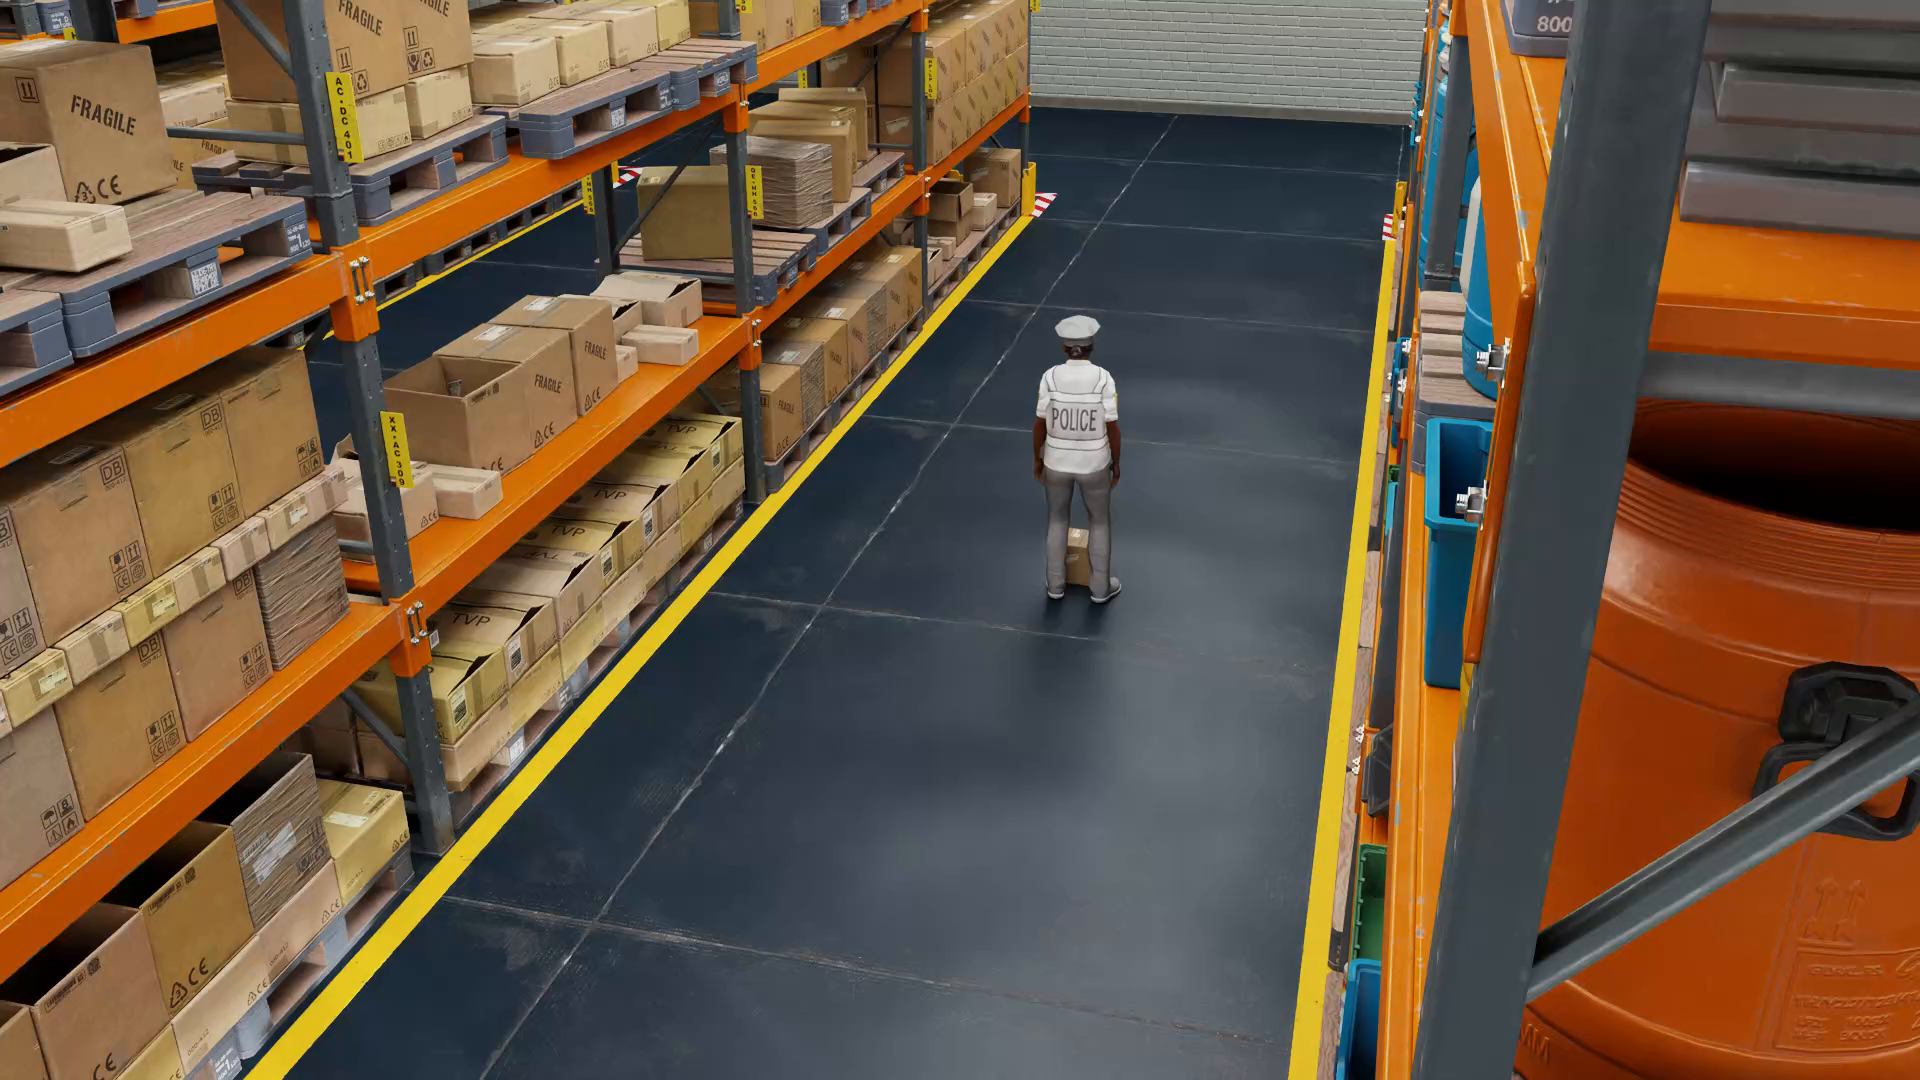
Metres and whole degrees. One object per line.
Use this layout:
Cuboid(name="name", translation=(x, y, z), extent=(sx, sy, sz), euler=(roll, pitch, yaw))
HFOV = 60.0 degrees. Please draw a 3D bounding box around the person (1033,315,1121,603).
Cuboid(name="person", translation=(0.681, -0.436, 9.520), extent=(0.532, 1.664, 0.392), euler=(5, 26, 10))
